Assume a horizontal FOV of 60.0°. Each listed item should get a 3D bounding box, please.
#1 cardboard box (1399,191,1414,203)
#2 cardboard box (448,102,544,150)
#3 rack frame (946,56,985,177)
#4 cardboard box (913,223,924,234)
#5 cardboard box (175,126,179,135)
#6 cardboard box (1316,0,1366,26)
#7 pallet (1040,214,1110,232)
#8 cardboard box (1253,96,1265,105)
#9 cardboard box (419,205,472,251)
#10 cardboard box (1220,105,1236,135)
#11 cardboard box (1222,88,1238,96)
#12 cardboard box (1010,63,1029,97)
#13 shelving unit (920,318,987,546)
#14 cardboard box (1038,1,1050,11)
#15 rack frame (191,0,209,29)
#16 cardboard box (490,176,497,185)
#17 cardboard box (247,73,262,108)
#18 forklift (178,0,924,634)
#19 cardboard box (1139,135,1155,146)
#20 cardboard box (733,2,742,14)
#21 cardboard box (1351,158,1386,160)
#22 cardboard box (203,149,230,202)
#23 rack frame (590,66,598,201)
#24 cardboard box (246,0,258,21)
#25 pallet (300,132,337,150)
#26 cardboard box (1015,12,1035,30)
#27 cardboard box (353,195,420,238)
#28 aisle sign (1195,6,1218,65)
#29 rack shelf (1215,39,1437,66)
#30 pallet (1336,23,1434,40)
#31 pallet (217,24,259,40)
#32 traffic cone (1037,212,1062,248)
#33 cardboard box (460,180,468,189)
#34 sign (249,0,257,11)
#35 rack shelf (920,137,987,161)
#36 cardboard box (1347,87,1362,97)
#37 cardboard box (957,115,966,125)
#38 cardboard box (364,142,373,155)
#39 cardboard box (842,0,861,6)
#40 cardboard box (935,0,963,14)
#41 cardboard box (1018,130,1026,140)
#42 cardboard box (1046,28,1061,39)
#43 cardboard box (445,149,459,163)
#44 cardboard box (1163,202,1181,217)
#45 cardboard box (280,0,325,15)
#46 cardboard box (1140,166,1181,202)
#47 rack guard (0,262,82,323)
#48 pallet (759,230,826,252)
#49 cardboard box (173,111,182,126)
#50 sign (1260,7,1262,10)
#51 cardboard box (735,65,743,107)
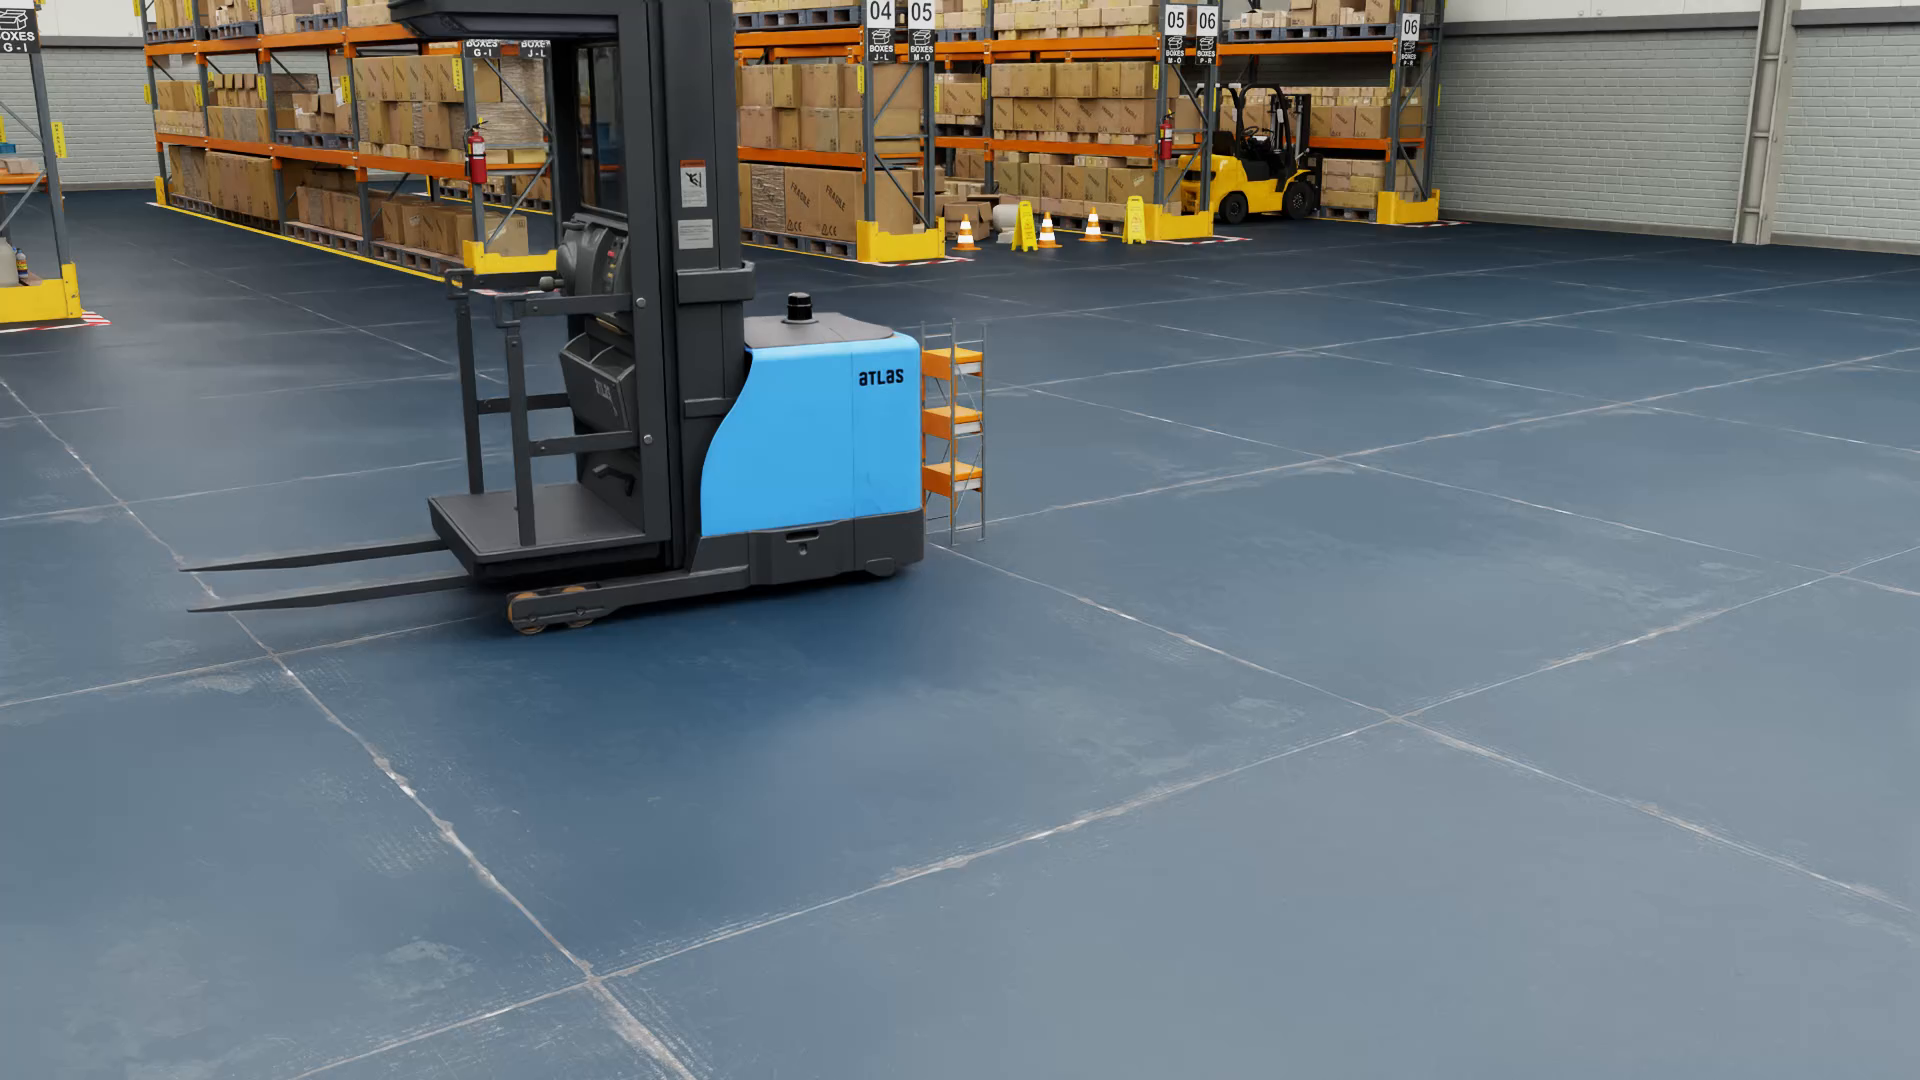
[{"bbox_3d":[7.070,-5.594,27.247,0.500,0.250,0.500,-11,19,-34],"label":"cardboard box"},{"bbox_3d":[-5.130,-4.587,18.399,0.875,0.500,0.500,-11,19,-35],"label":"cardboard box"},{"bbox_3d":[0.145,-9.145,35.808,1.000,3.000,0.127,-11,19,-35],"label":"rack frame"},{"bbox_3d":[-0.609,-4.476,23.926,0.396,0.266,0.258,-7,17,-25],"label":"cardboard box"},{"bbox_3d":[-13.389,-7.113,28.860,0.380,0.149,0.250,-11,19,-36],"label":"cardboard box"},{"bbox_3d":[6.222,-8.619,27.030,0.700,0.500,0.500,-11,19,-34],"label":"cardboard box"},{"bbox_3d":[1.980,-4.922,25.660,1.003,0.211,1.213,-11,19,-35],"label":"pallet"},{"bbox_3d":[5.237,-7.519,28.446,0.380,0.149,0.250,-10,18,-33],"label":"cardboard box"},{"bbox_3d":[-6.206,-3.791,20.185,0.500,0.500,0.500,-13,20,-39],"label":"cardboard box"},{"bbox_3d":[4.898,-7.350,29.059,0.500,0.500,0.500,-12,19,-36],"label":"cardboard box"},{"bbox_3d":[4.796,-7.827,29.011,0.380,0.149,0.250,-10,18,-33],"label":"cardboard box"},{"bbox_3d":[1.201,-7.100,25.687,0.700,0.500,0.500,-11,19,-34],"label":"cardboard box"},{"bbox_3d":[-0.031,-0.518,7.979,0.215,1.050,0.252,-11,19,-35],"label":"shelving unit"},{"bbox_3d":[1.401,-8.044,25.067,0.380,0.149,0.250,-12,19,-36],"label":"cardboard box"},{"bbox_3d":[-11.884,-9.729,26.578,1.000,3.000,0.127,-11,19,-35],"label":"rack frame"},{"bbox_3d":[-8.424,-6.629,30.655,0.380,0.149,0.250,-12,19,-37],"label":"cardboard box"},{"bbox_3d":[-10.330,-6.812,25.193,0.797,0.503,0.637,-10,18,-33],"label":"cardboard box"},{"bbox_3d":[-1.713,-1.193,6.884,3.031,2.935,1.130,-8,17,-26],"label":"forklift"},{"bbox_3d":[2.795,-5.737,23.831,0.380,0.149,0.250,-10,18,-33],"label":"cardboard box"},{"bbox_3d":[-2.871,-7.213,22.557,0.380,0.149,0.250,-11,19,-35],"label":"cardboard box"},{"bbox_3d":[6.774,-6.180,27.491,0.500,0.250,0.500,-11,19,-34],"label":"cardboard box"},{"bbox_3d":[-12.208,-6.167,28.155,0.875,0.875,0.875,-11,19,-35],"label":"cardboard box"},{"bbox_3d":[-5.461,-6.730,26.983,1.000,3.000,0.127,-11,19,-35],"label":"rack frame"},{"bbox_3d":[-9.949,-7.800,24.219,0.797,0.503,0.637,-10,18,-31],"label":"cardboard box"},{"bbox_3d":[-8.335,-5.473,22.753,1.003,0.211,1.213,-11,19,-35],"label":"pallet"},{"bbox_3d":[1.184,-7.938,25.437,0.500,0.250,0.500,-11,19,-35],"label":"cardboard box"},{"bbox_3d":[-7.524,-4.268,21.891,0.700,0.500,0.500,-13,20,-39],"label":"cardboard box"},{"bbox_3d":[3.475,-7.100,23.412,0.394,0.787,0.004,-11,19,-35],"label":"aisle sign"},{"bbox_3d":[6.024,-8.110,27.705,1.077,0.370,4.000,-11,19,-35],"label":"rack shelf"},{"bbox_3d":[6.805,-8.142,26.627,1.003,0.211,1.213,-11,19,-35],"label":"pallet"},{"bbox_3d":[-10.614,-7.705,25.221,1.003,0.211,1.213,-10,18,-32],"label":"pallet"},{"bbox_3d":[1.193,-4.235,22.671,0.336,0.463,0.334,-11,19,-35],"label":"traffic cone"},{"bbox_3d":[-9.379,-6.831,31.957,0.380,0.149,0.250,-12,19,-37],"label":"cardboard box"},{"bbox_3d":[-9.986,-7.632,23.466,0.100,0.325,0.005,-11,19,-35],"label":"sign"},{"bbox_3d":[-0.340,-6.746,28.403,1.077,0.370,4.000,-11,19,-35],"label":"rack shelf"},{"bbox_3d":[6.473,-7.231,26.831,0.380,0.149,0.250,-10,18,-33],"label":"cardboard box"},{"bbox_3d":[0.169,-6.873,27.187,0.380,0.149,0.250,-12,19,-36],"label":"cardboard box"},{"bbox_3d":[-7.161,-4.858,20.620,0.380,0.149,0.250,-11,19,-35],"label":"cardboard box"},{"bbox_3d":[-1.227,-6.616,20.377,0.380,0.149,0.250,-11,19,-35],"label":"cardboard box"},{"bbox_3d":[-0.226,-8.802,27.414,0.500,0.250,0.500,-10,18,-34],"label":"cardboard box"},{"bbox_3d":[1.133,-6.330,25.996,0.380,0.149,0.250,-11,19,-35],"label":"cardboard box"},{"bbox_3d":[1.507,-7.598,24.947,0.380,0.149,0.250,-11,19,-36],"label":"cardboard box"},{"bbox_3d":[-5.498,-4.280,18.507,0.380,0.149,0.250,-11,19,-35],"label":"cardboard box"},{"bbox_3d":[2.937,-4.903,24.721,0.500,0.250,0.500,-11,19,-35],"label":"cardboard box"},{"bbox_3d":[-8.867,-7.362,22.475,0.500,0.500,0.500,-12,19,-36],"label":"cardboard box"},{"bbox_3d":[2.922,-5.270,24.640,0.500,0.500,0.500,-12,19,-36],"label":"cardboard box"},{"bbox_3d":[-8.918,-2.308,15.561,1.175,0.500,0.348,-11,19,-35],"label":"rack guard"},{"bbox_3d":[-2.004,-4.096,22.640,1.003,0.211,1.213,-11,19,-35],"label":"pallet"},{"bbox_3d":[-13.258,-7.288,28.743,0.500,0.250,0.500,-11,19,-36],"label":"cardboard box"},{"bbox_3d":[5.296,-9.258,29.407,0.100,0.325,0.005,-11,19,-35],"label":"sign"},{"bbox_3d":[-2.920,-6.385,23.392,0.875,0.550,0.550,-11,19,-35],"label":"cardboard box"}]
